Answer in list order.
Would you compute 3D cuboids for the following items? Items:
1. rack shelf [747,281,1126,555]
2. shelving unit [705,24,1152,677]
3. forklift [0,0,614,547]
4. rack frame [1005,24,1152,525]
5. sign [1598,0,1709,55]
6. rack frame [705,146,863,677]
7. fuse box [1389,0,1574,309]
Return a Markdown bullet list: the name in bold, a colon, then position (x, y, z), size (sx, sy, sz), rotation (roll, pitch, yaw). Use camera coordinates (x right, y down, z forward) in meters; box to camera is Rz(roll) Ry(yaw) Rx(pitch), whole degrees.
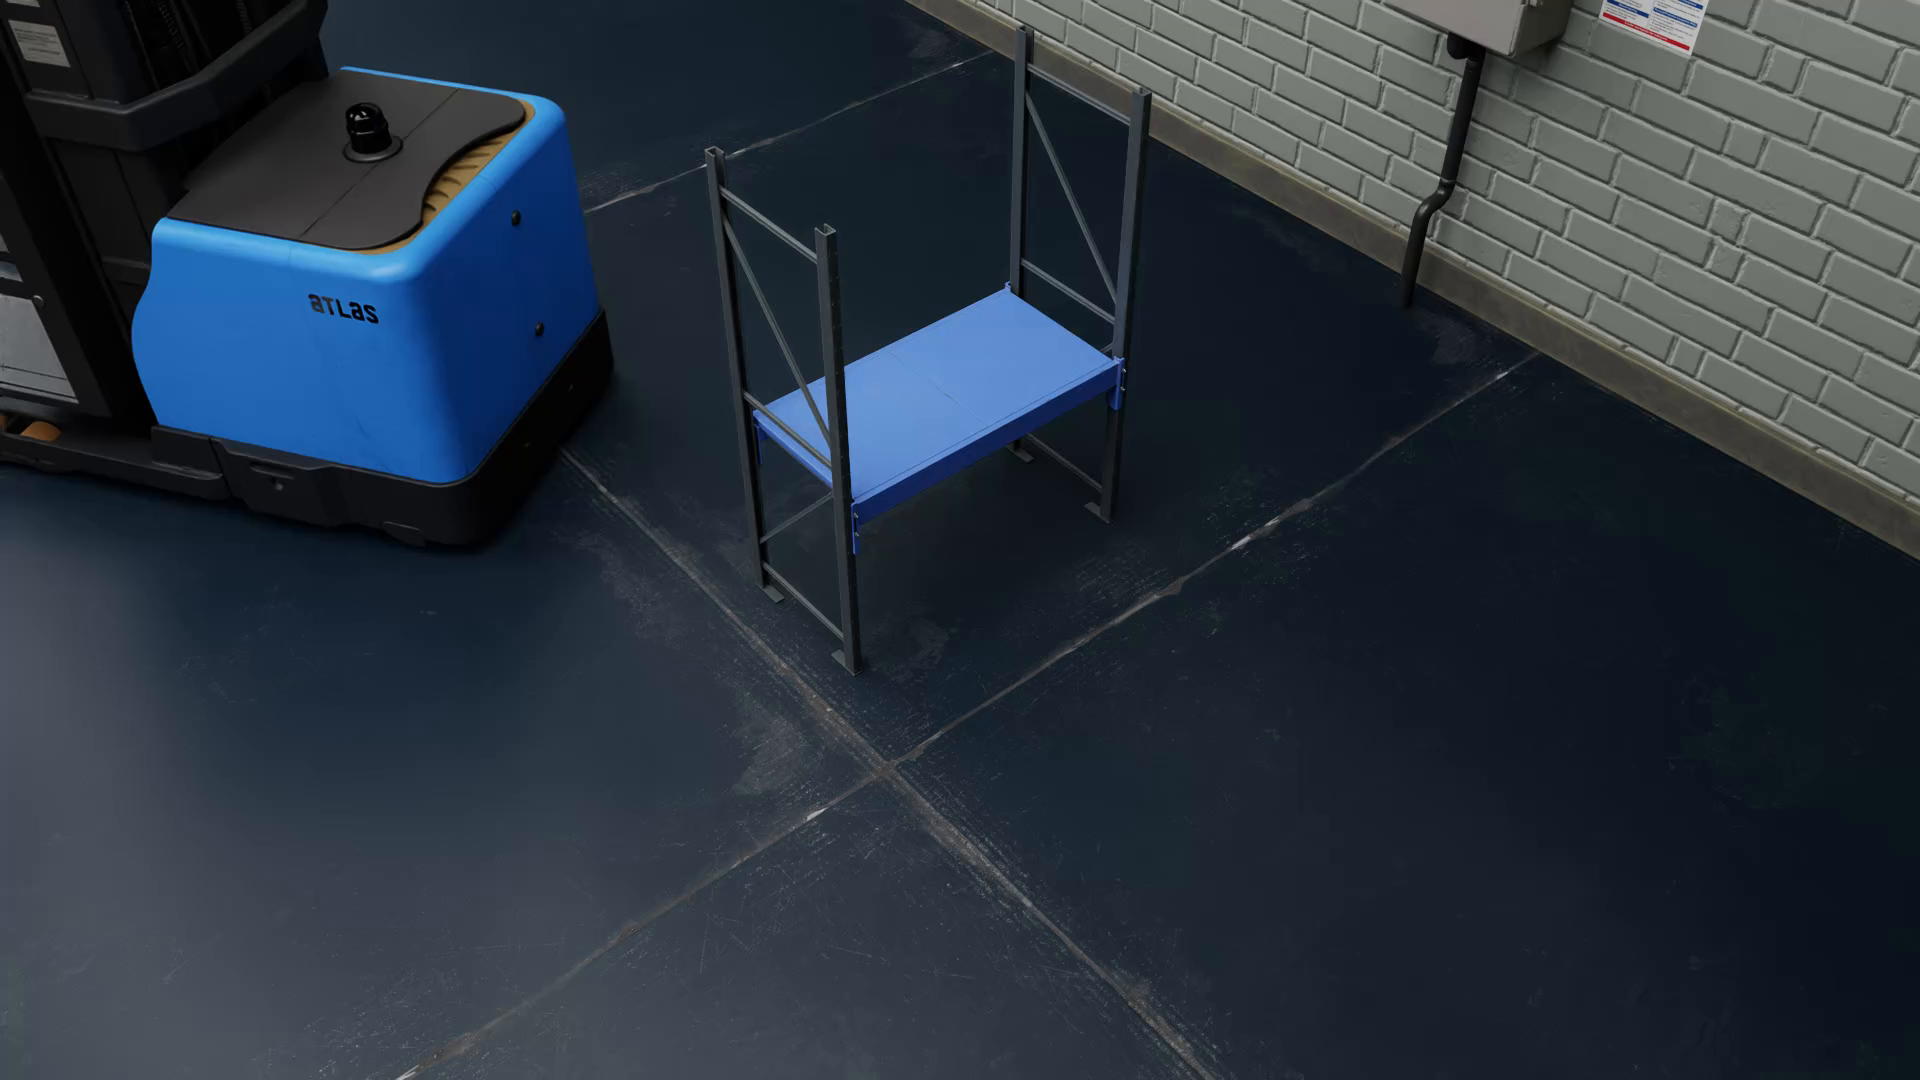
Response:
- **rack shelf**: position (-0.065, -0.378, 4.820), size (1.000, 0.185, 0.538), rotation (-30, 51, -28)
- **shelving unit**: position (-0.065, -0.509, 4.697), size (1.048, 1.500, 0.538), rotation (-30, 51, -28)
- **forklift**: position (-2.781, -1.625, 4.840), size (3.031, 2.935, 1.130), rotation (12, 44, 12)
- **rack frame**: position (0.324, -0.733, 4.934), size (0.032, 1.500, 0.500), rotation (-30, 51, -28)
- **sign**: position (2.117, -1.739, 4.980), size (0.001, 0.494, 0.329), rotation (-30, 51, -28)
- **rack frame**: position (-0.455, -0.286, 4.459), size (0.032, 1.500, 0.500), rotation (-30, 51, -28)
- **fuse box**: position (1.642, -1.472, 5.568), size (0.414, 1.711, 0.539), rotation (-30, 51, -28)
